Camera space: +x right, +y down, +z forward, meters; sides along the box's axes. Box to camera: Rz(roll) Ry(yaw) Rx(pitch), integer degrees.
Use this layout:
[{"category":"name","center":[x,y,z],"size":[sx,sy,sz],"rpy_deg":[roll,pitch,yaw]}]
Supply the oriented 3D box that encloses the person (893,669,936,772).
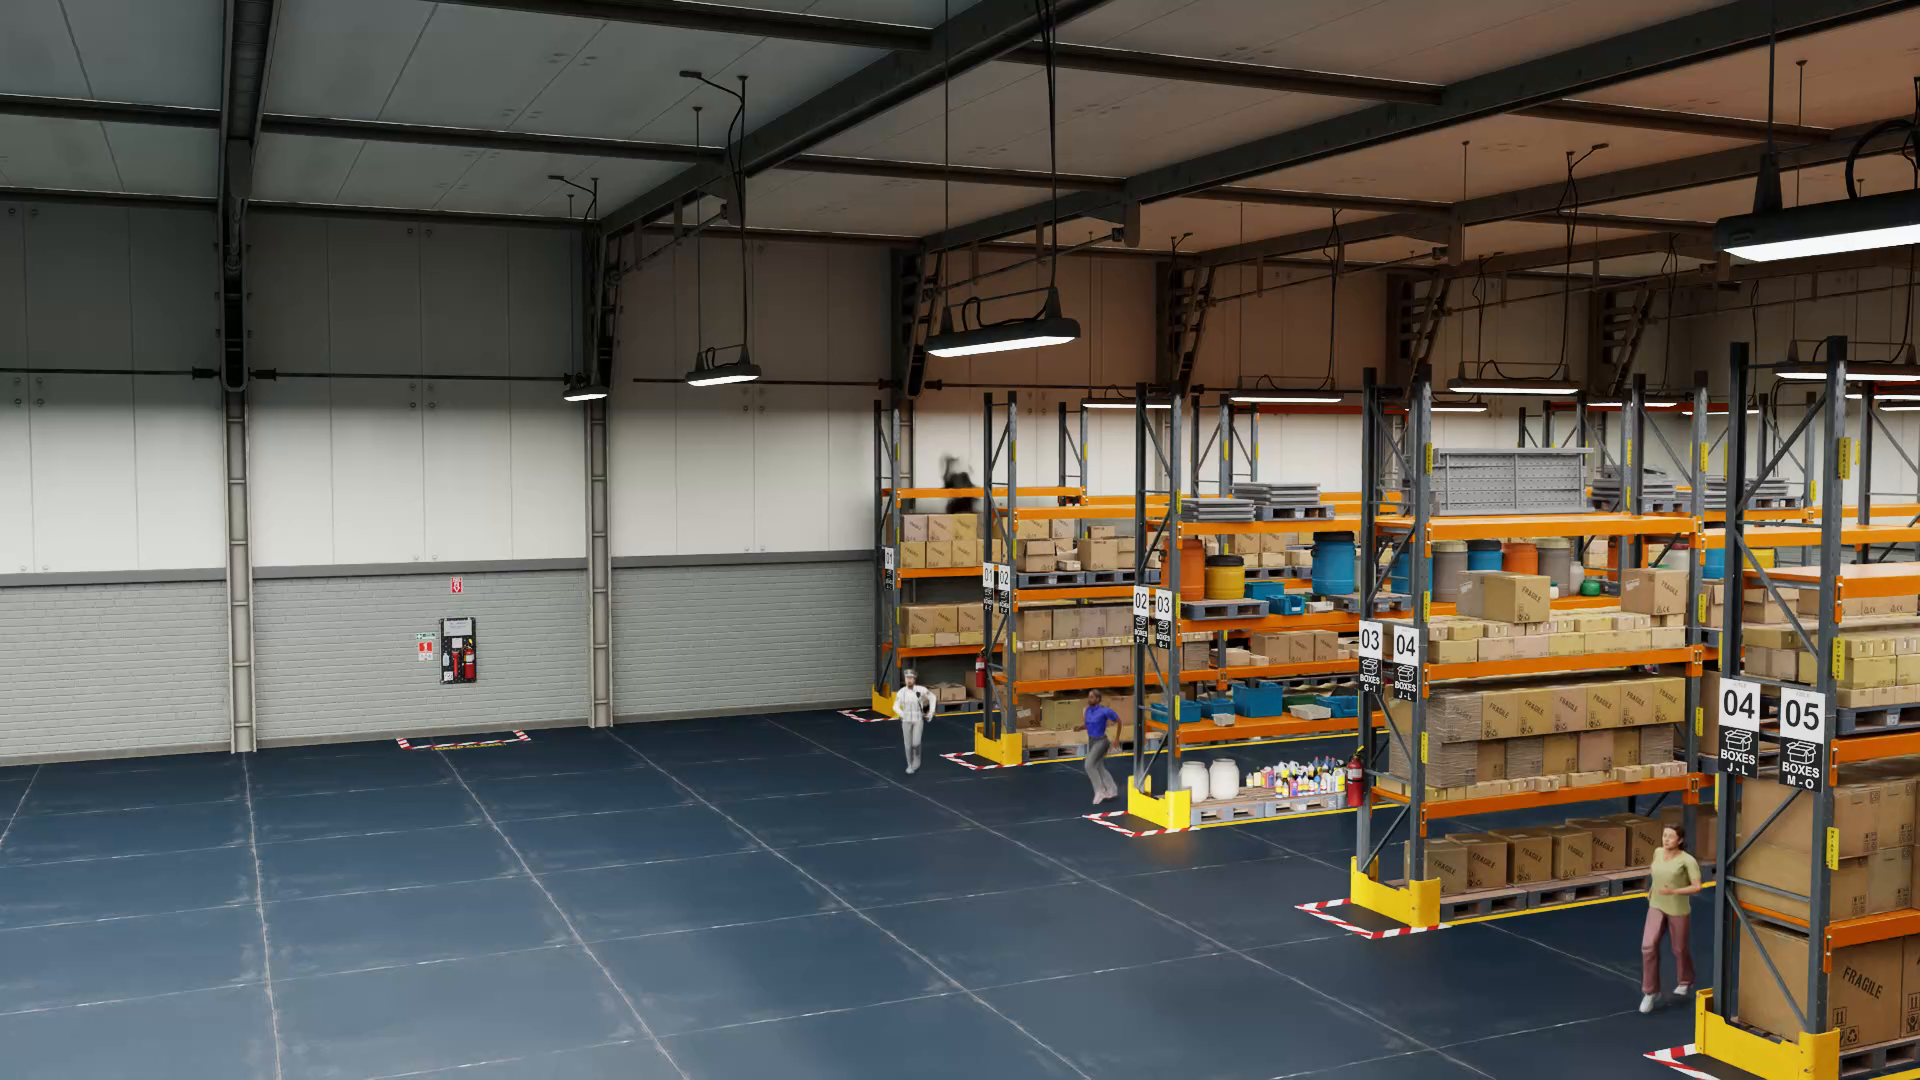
[{"category":"person","center":[-0.719,2.823,25.854],"size":[0.635,1.647,0.725],"rpy_deg":[1,3,9]}]

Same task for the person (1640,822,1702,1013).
[{"category":"person","center":[6.533,3.429,15.240],"size":[0.795,1.712,0.560],"rpy_deg":[-3,4,-42]}]

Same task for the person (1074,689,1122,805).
[{"category":"person","center":[1.988,2.964,23.907],"size":[0.757,1.648,0.599],"rpy_deg":[-2,4,-32]}]
